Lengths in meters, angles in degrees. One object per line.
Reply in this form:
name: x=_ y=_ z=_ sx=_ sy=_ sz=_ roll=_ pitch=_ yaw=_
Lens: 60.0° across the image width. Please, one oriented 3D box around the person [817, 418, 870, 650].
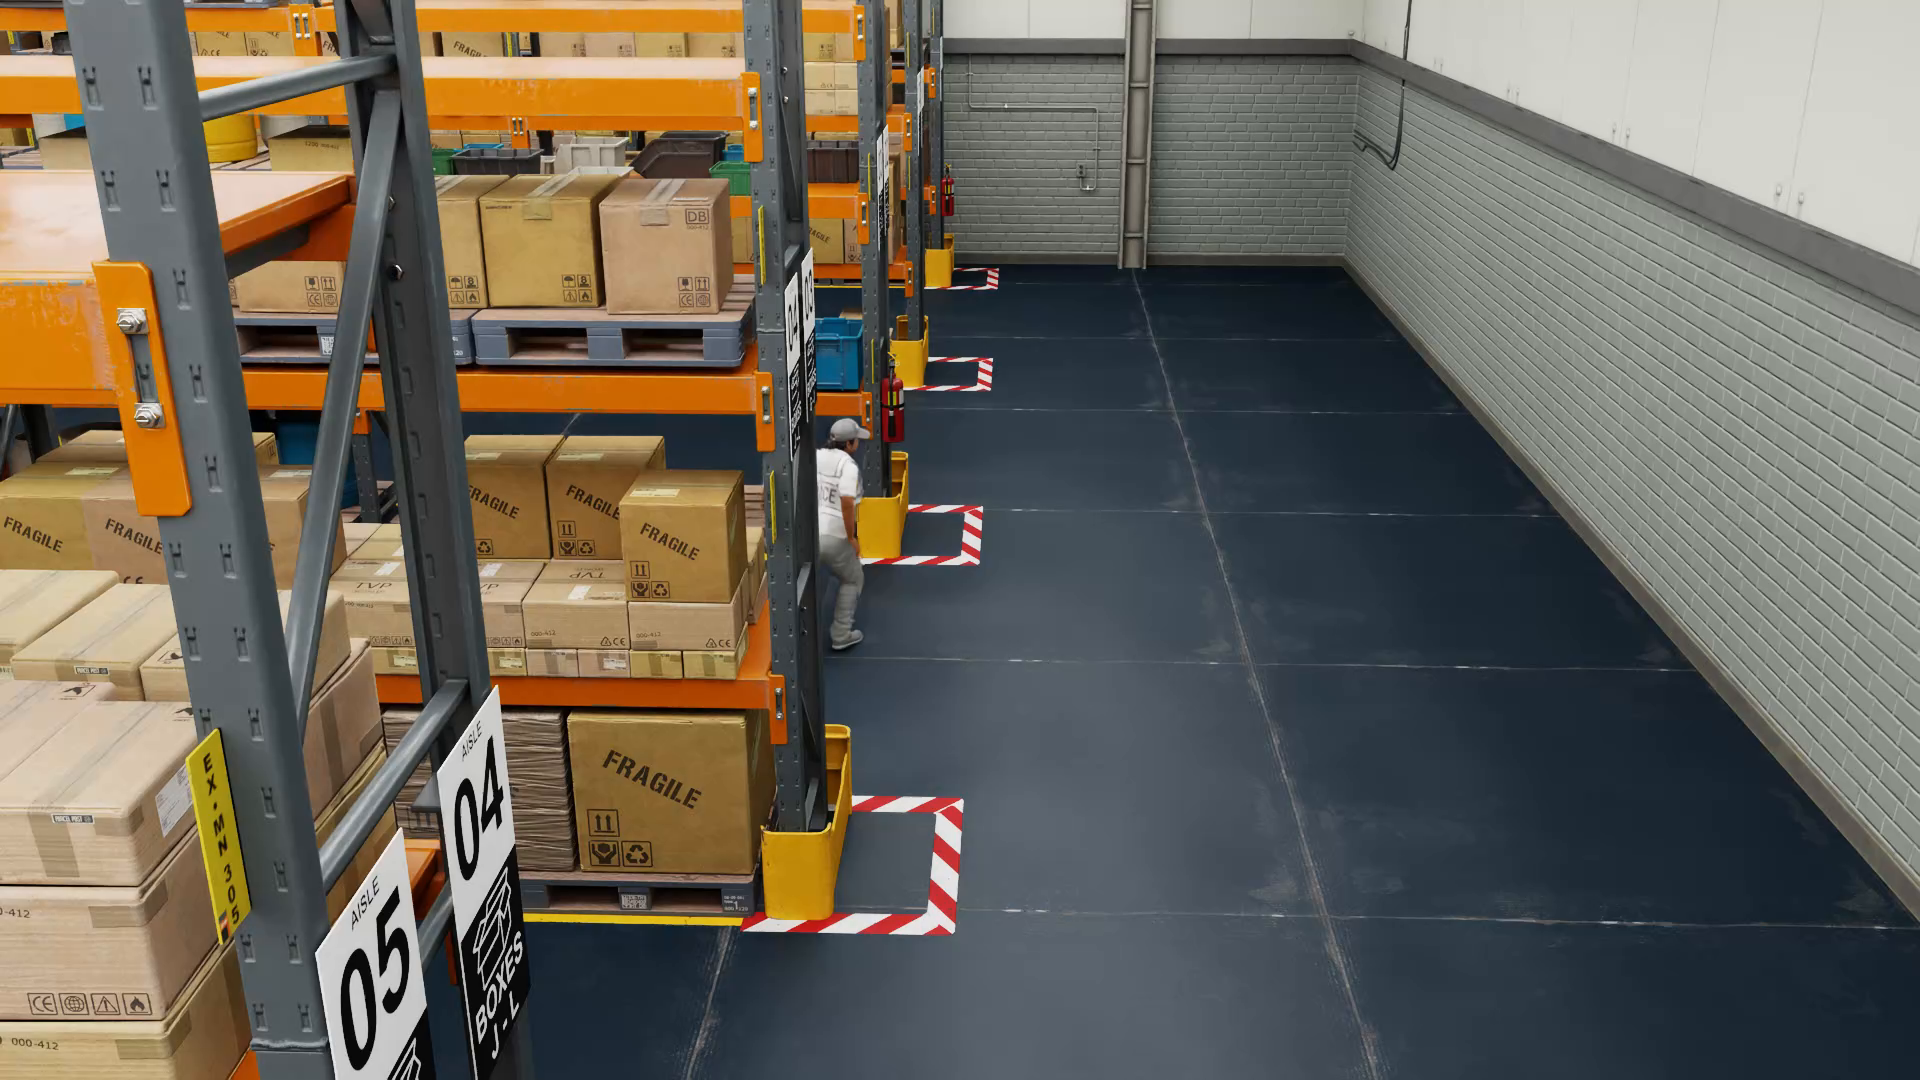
person: x=-0.949 y=-0.022 z=11.238 sx=0.658 sy=1.596 sz=0.832 roll=10 pitch=23 yaw=24
